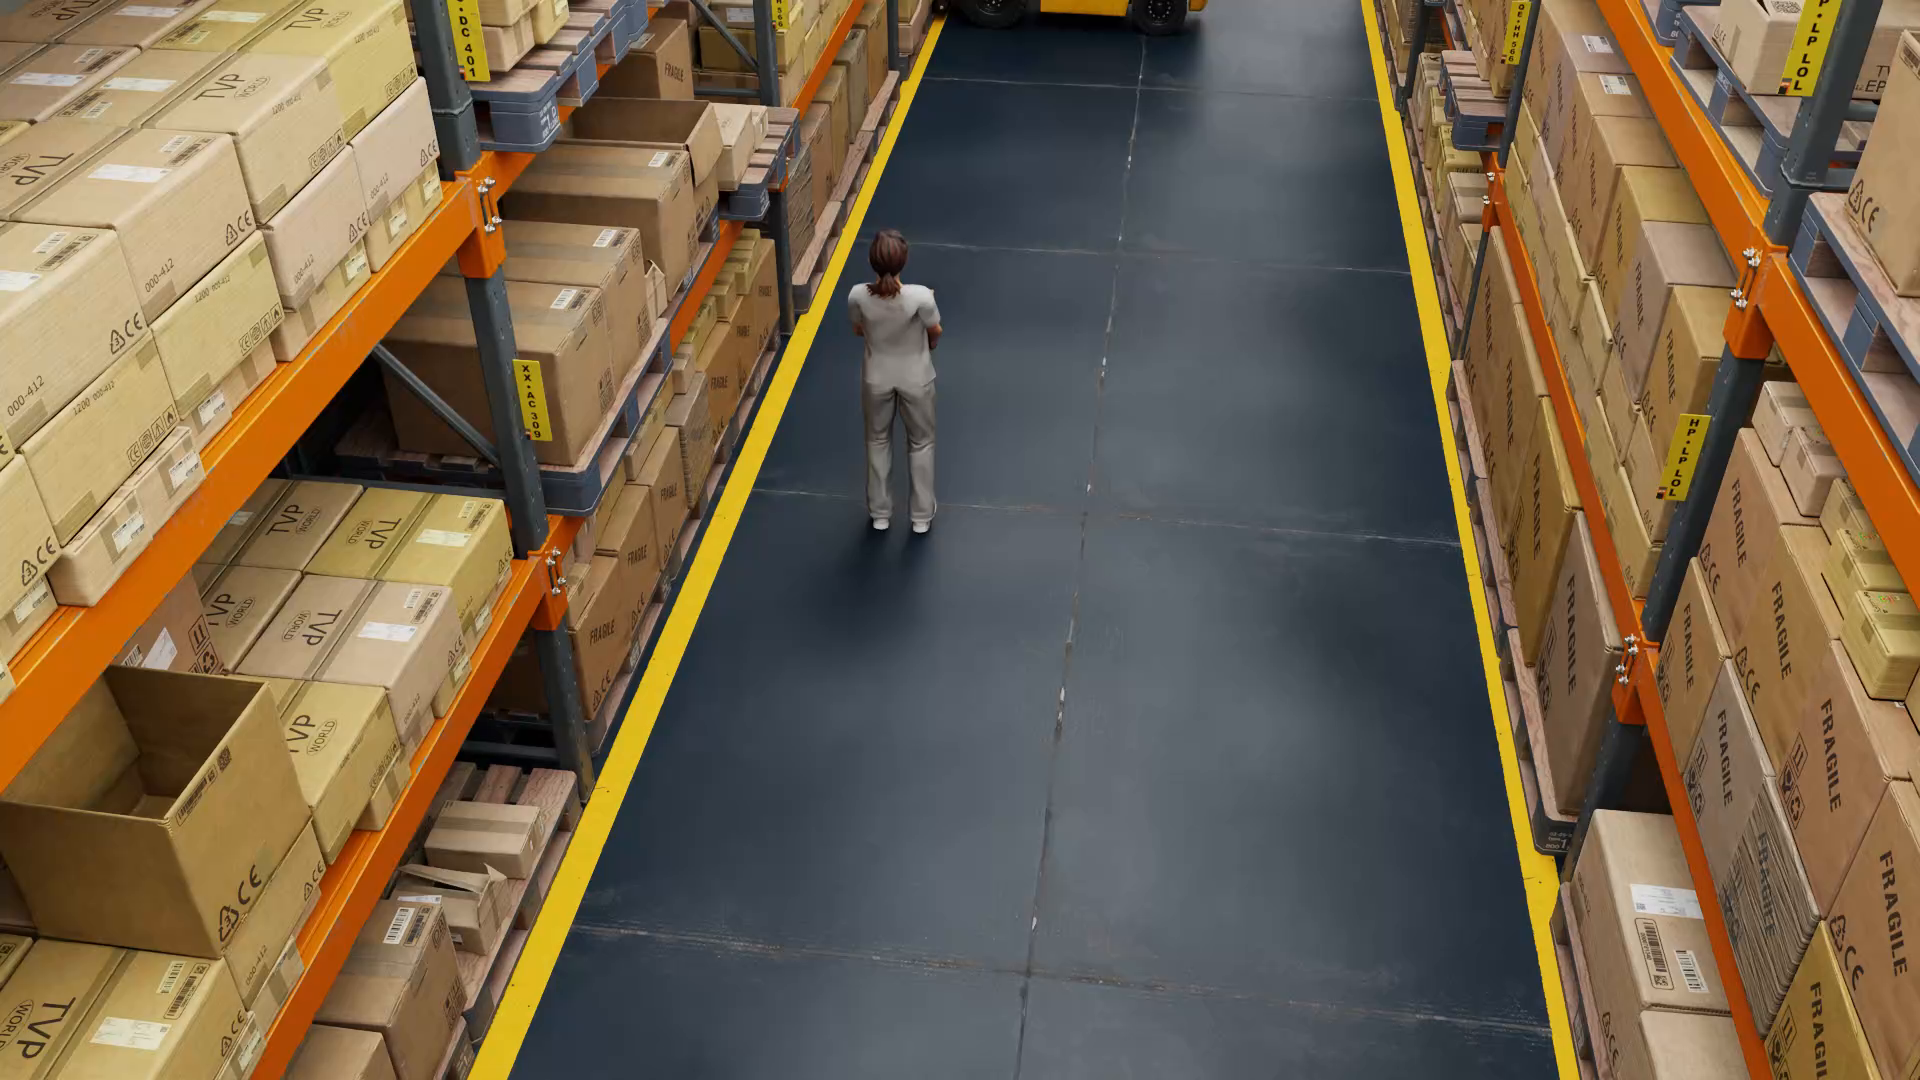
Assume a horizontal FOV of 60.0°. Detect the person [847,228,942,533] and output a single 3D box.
[{"bbox_3d":[-0.305,-0.809,8.151,0.439,1.663,0.551,4,36,5],"label":"person"}]
